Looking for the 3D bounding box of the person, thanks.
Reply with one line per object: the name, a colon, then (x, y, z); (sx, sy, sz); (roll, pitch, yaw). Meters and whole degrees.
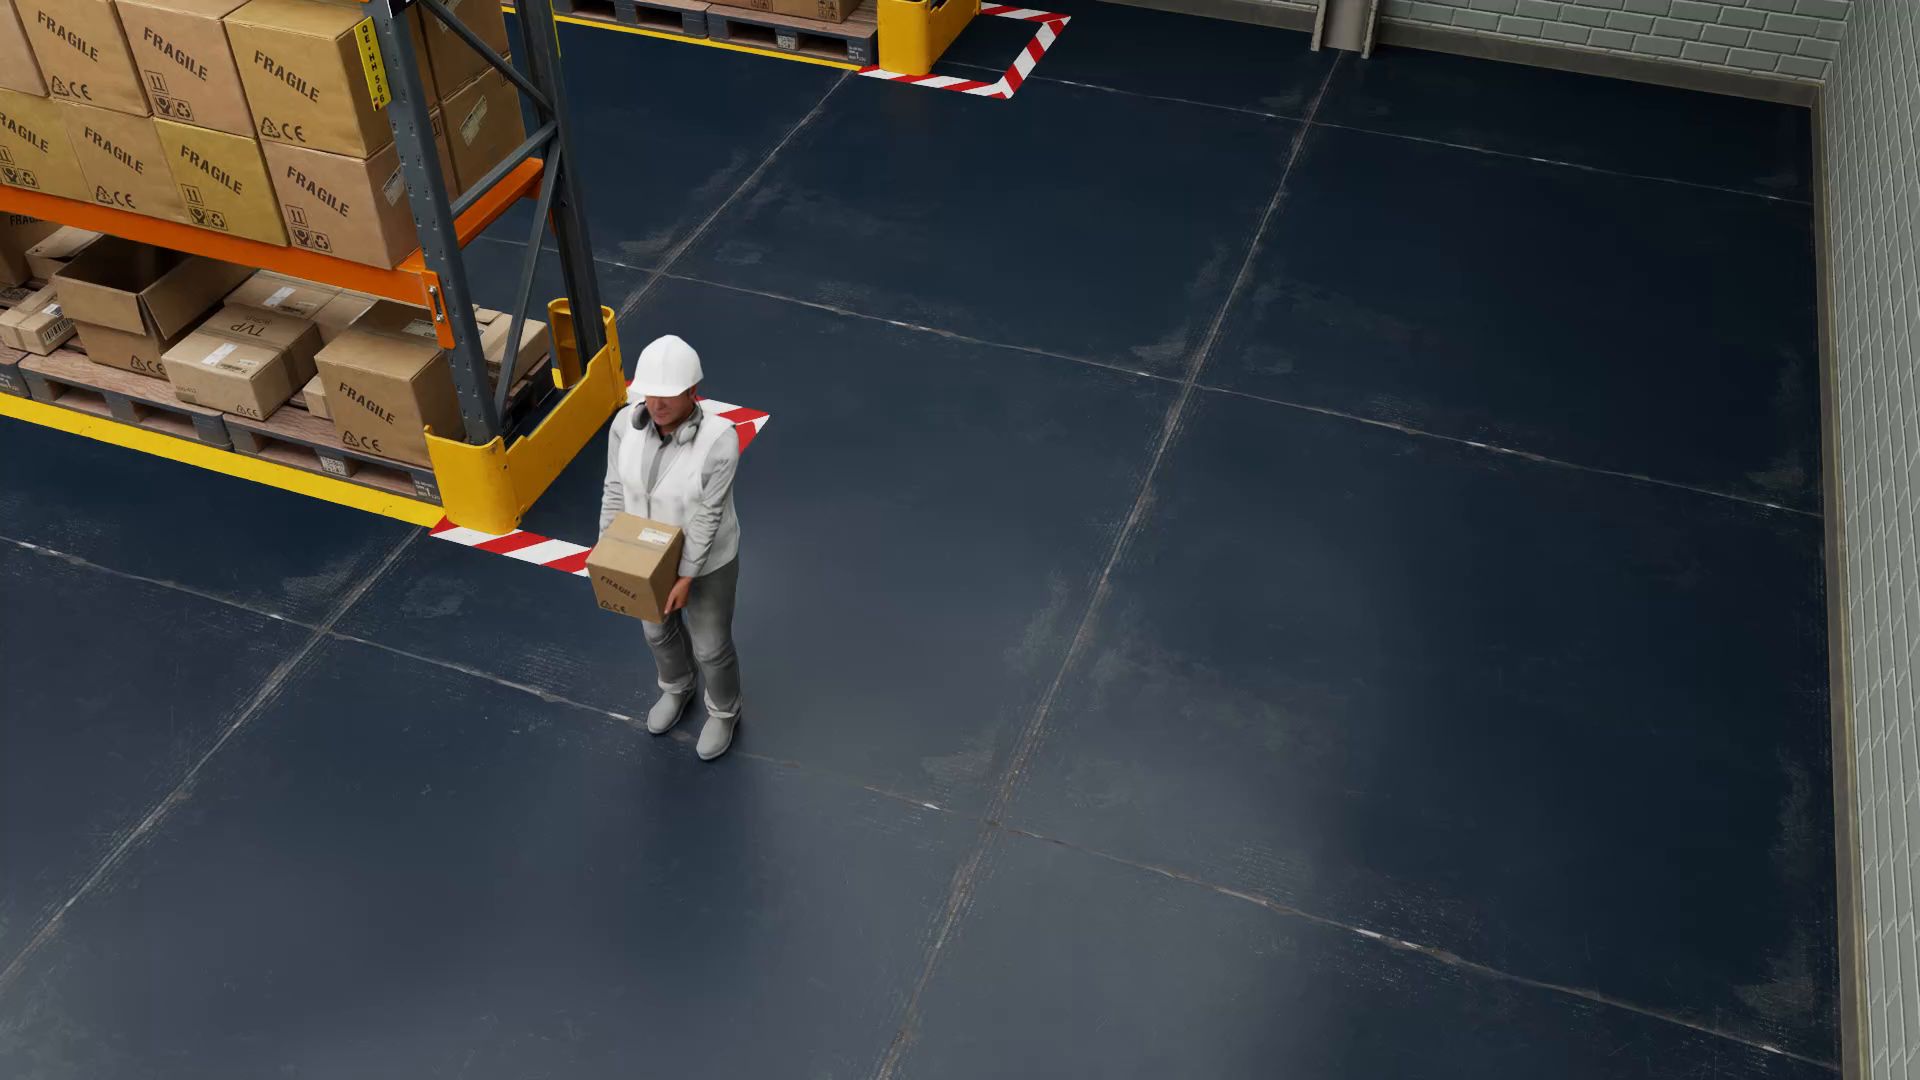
person: (-1.039, 0.088, 6.044); (0.495, 1.768, 0.546); (14, 43, 15)
